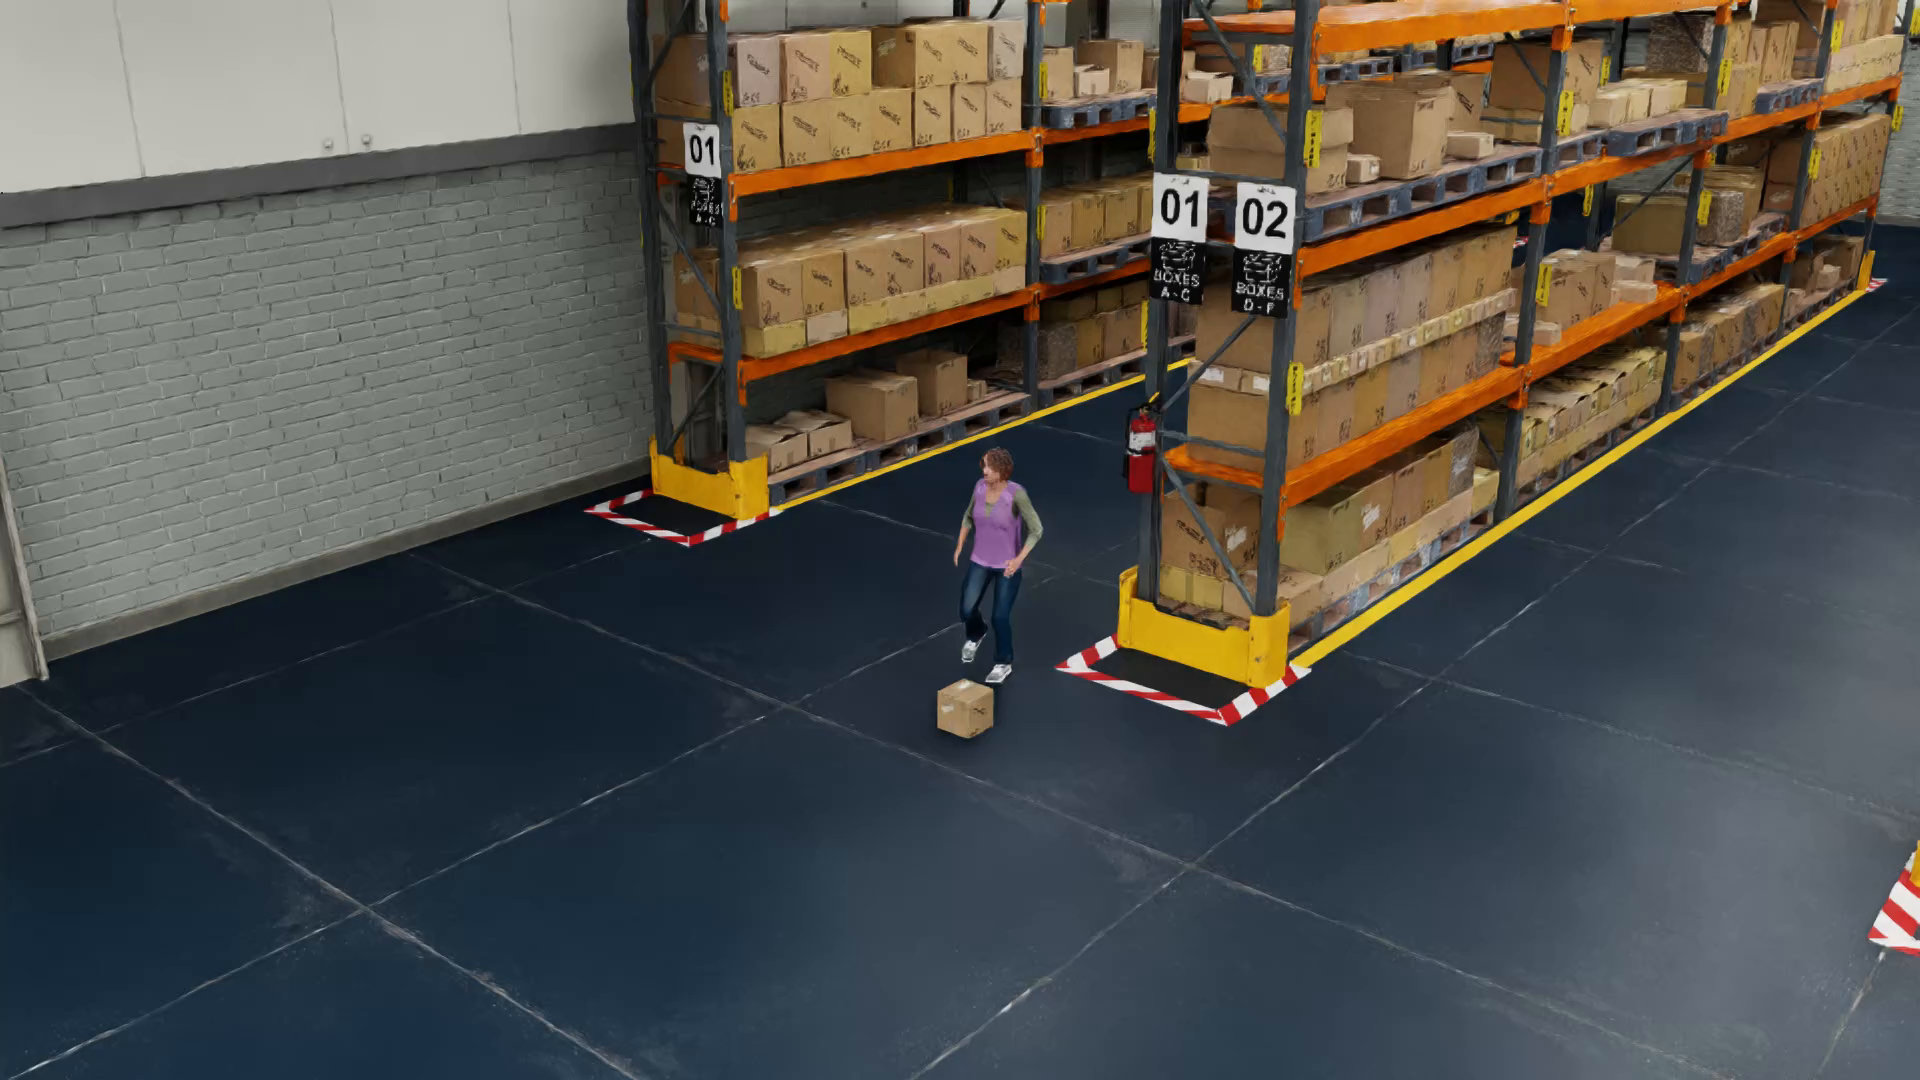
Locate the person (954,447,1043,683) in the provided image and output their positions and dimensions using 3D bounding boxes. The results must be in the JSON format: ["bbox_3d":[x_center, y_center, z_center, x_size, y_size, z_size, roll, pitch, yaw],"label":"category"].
[{"bbox_3d":[0.234,0.185,10.677,0.585,1.542,0.439,8,22,21],"label":"person"}]
